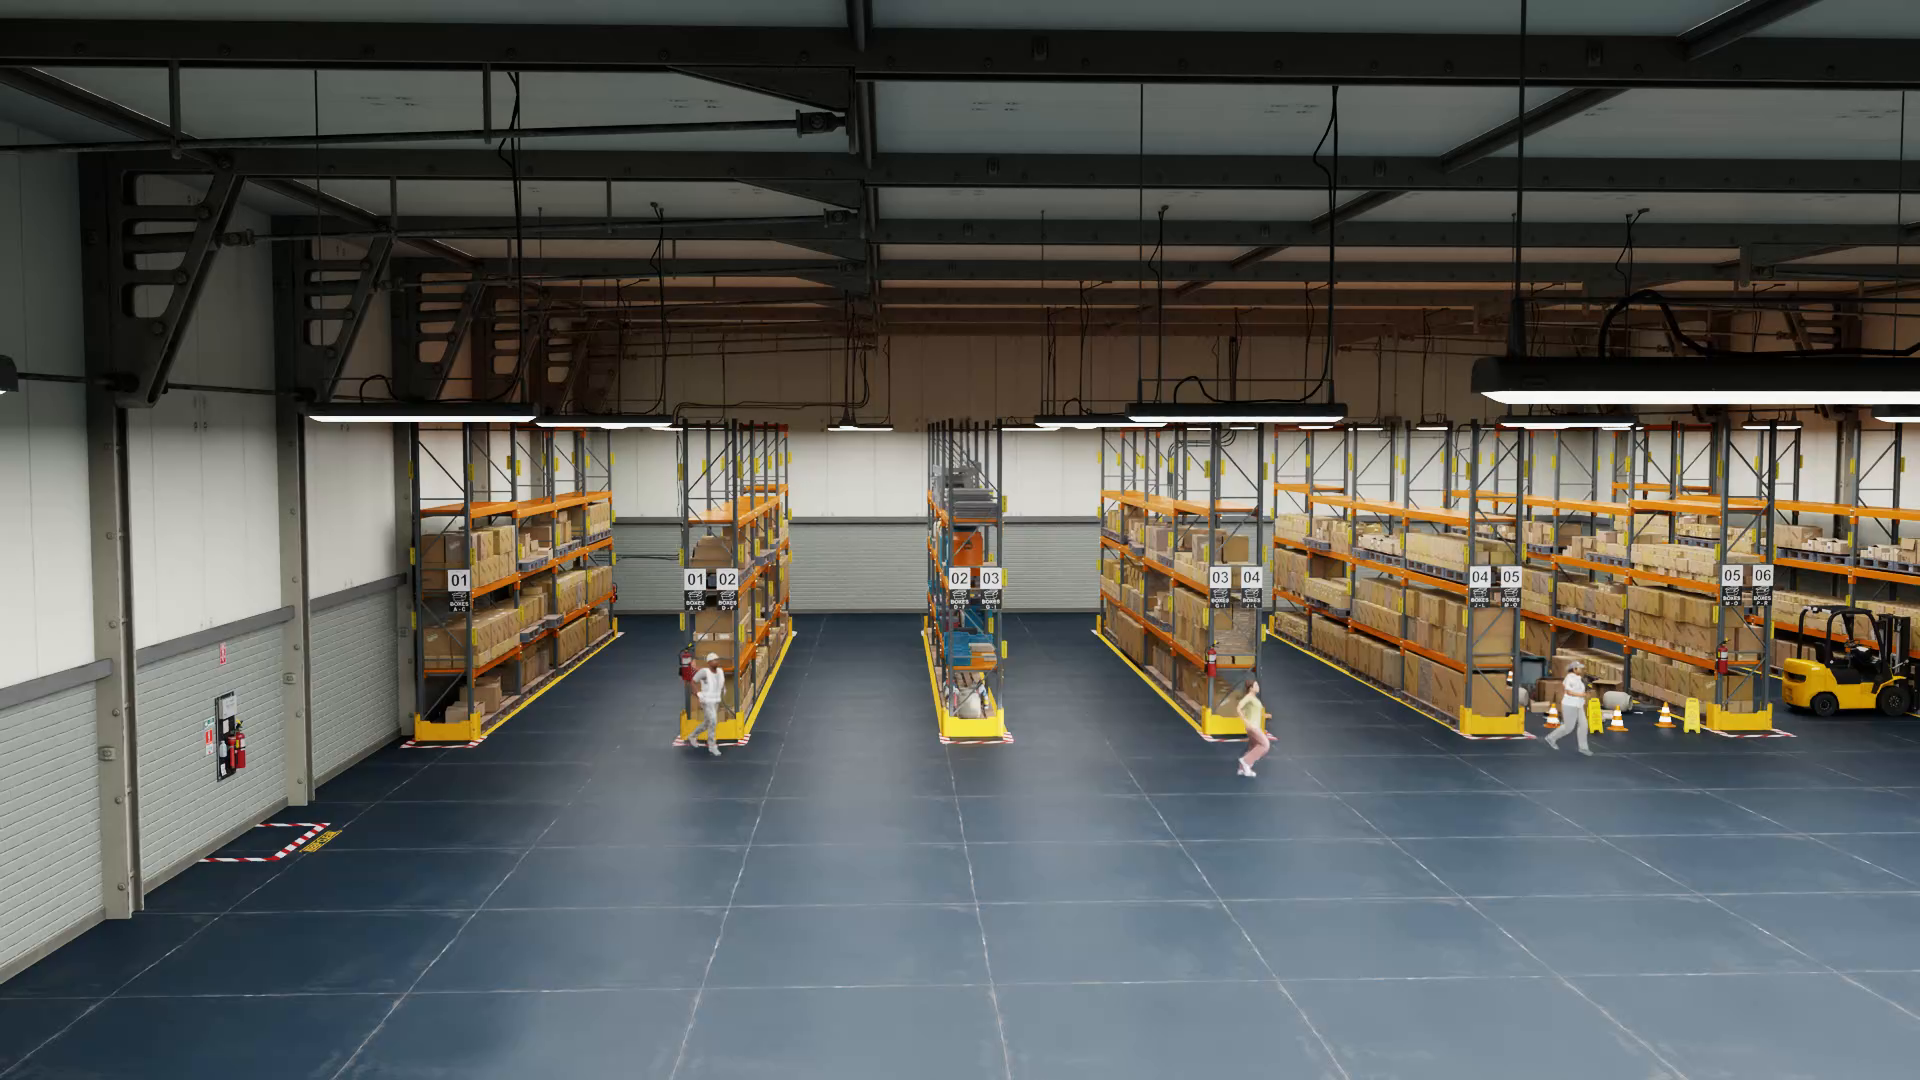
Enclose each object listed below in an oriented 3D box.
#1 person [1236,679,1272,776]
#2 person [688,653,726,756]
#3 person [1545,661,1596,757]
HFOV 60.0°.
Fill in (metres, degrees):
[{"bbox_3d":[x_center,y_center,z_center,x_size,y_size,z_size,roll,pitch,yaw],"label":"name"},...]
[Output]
[{"bbox_3d":[4.904,3.127,27.660,0.570,1.632,0.563,1,4,20],"label":"person"},{"bbox_3d":[-4.507,2.914,29.859,0.874,1.806,0.685,2,4,32],"label":"person"},{"bbox_3d":[10.891,2.998,29.656,0.866,1.688,0.592,2,4,33],"label":"person"}]
